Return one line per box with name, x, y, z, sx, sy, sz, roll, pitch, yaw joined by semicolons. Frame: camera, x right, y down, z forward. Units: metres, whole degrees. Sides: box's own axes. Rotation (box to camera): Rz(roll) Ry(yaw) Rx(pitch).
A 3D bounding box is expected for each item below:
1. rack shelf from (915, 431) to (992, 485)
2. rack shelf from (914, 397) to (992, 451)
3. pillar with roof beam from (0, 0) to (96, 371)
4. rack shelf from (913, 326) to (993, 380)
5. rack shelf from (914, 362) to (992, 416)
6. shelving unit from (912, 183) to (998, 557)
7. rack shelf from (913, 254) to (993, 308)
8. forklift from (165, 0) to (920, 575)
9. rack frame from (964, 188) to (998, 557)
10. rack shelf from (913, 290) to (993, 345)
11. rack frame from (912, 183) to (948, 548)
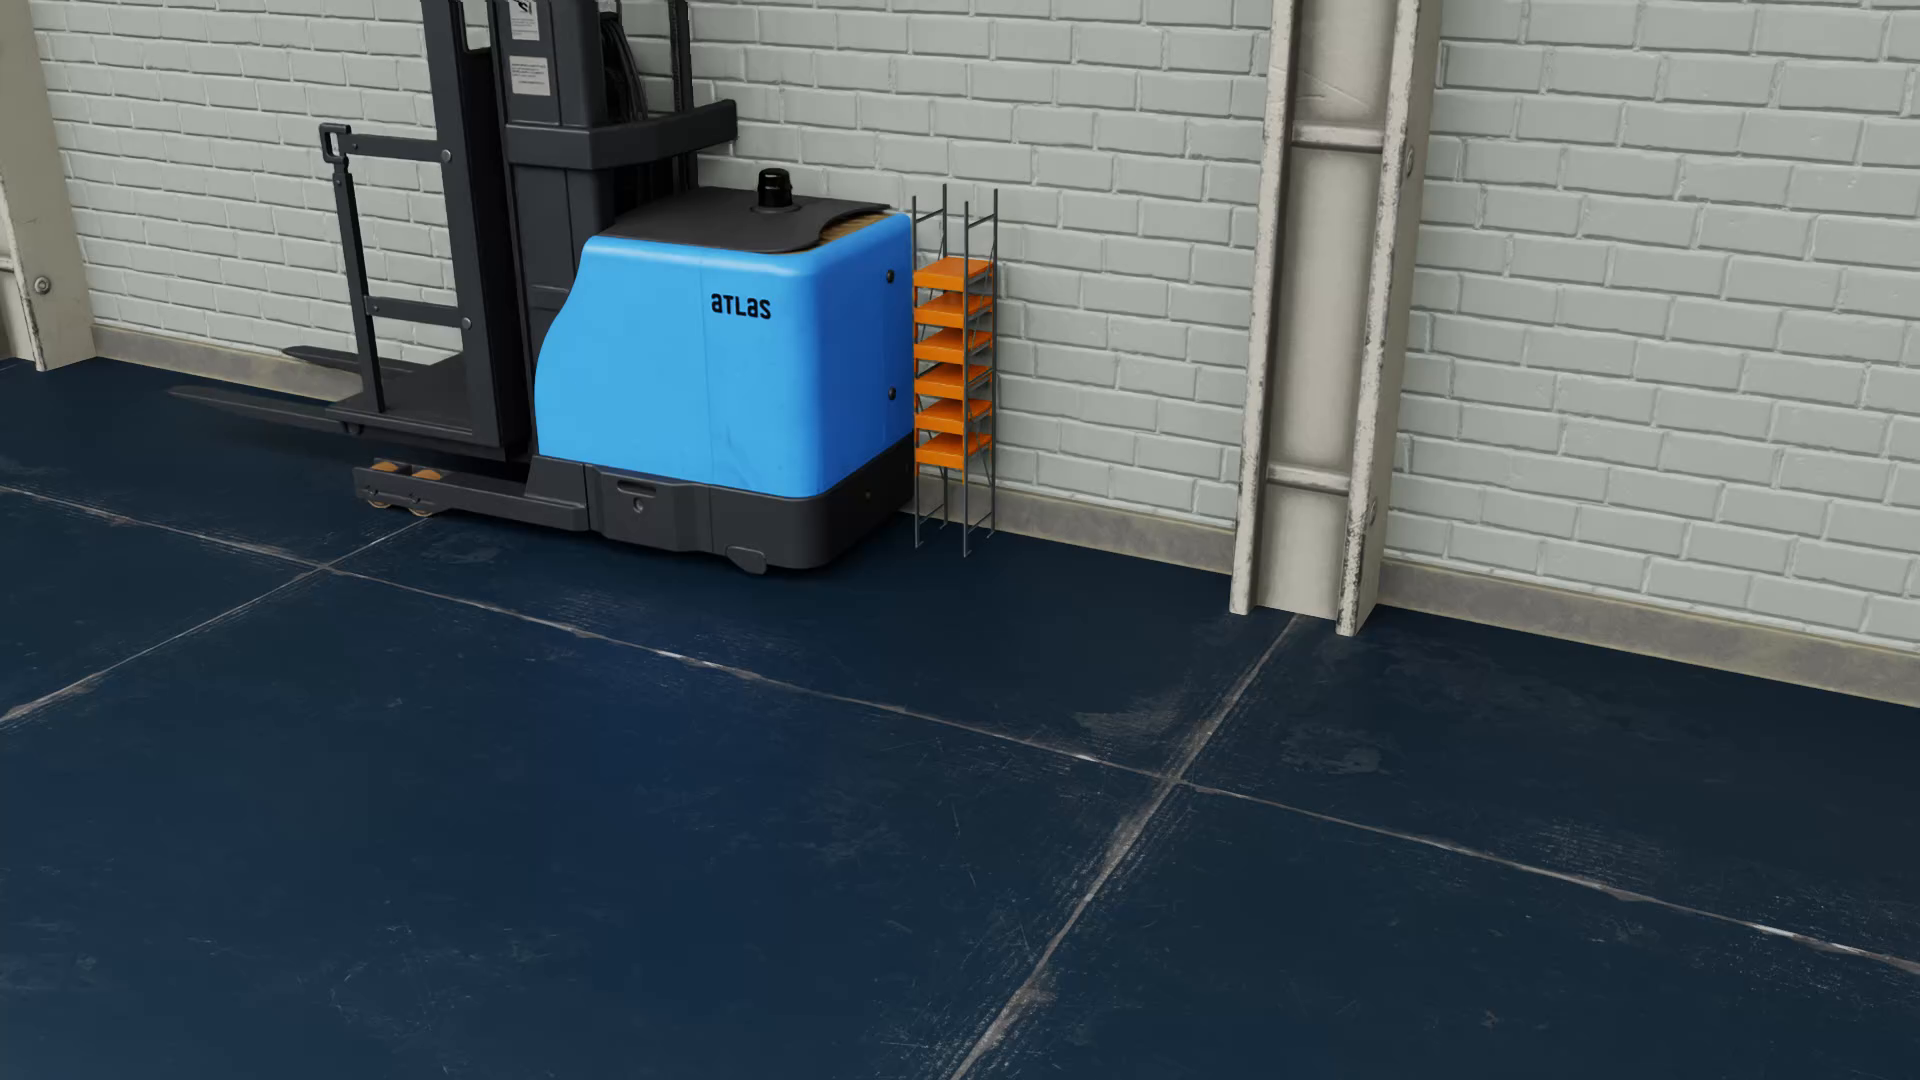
rack shelf;-0.015;-0.289;5.624;0.180;0.103;0.258;11;25;24
rack shelf;-0.015;-0.400;5.577;0.180;0.103;0.258;11;25;24
pillar with roof beam;-6.207;-3.491;2.459;0.400;9.000;9.100;11;25;25
rack shelf;-0.015;-0.621;5.483;0.180;0.103;0.258;11;25;24
rack shelf;-0.015;-0.510;5.530;0.180;0.103;0.258;11;25;24
shelving unit;-0.015;-0.551;5.513;0.189;1.200;0.258;11;25;24
rack shelf;-0.015;-0.841;5.389;0.180;0.103;0.258;11;25;24
forklift;-1.626;-1.607;5.783;3.031;2.935;1.130;10;25;22
rack frame;0.067;-0.536;5.476;0.006;1.200;0.240;11;25;24
rack shelf;-0.015;-0.731;5.436;0.180;0.103;0.258;11;25;24
rack frame;-0.098;-0.567;5.549;0.006;1.200;0.240;11;25;24
